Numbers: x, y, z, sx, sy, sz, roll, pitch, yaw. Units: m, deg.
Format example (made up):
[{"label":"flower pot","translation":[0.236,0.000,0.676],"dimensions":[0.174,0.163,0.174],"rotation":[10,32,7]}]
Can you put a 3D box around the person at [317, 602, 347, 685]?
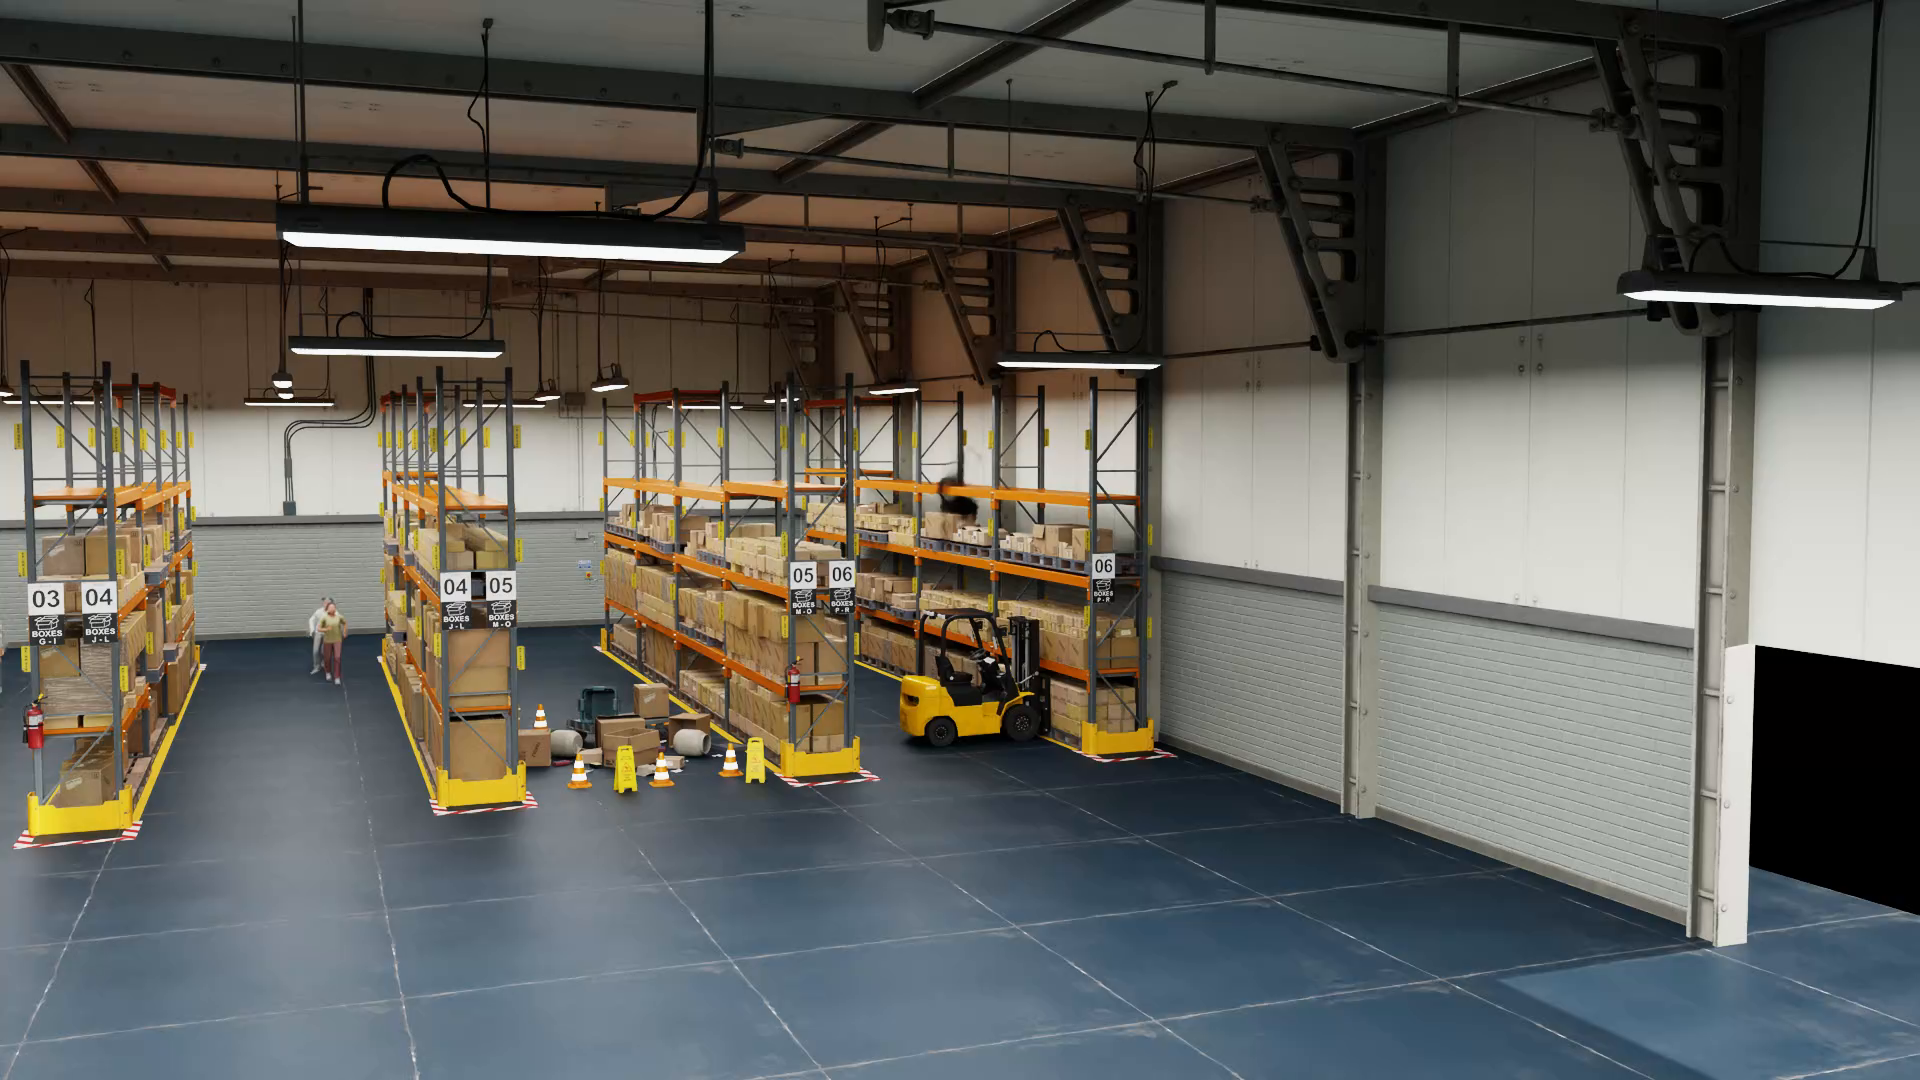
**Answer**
[{"label":"person","translation":[-12.855,2.097,34.068],"dimensions":[0.584,1.641,0.973],"rotation":[-2,4,-24]}]

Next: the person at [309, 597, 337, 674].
[{"label":"person","translation":[-13.697,2.039,35.852],"dimensions":[0.665,1.652,0.674],"rotation":[-1,3,-9]}]

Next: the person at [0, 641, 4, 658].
[{"label":"person","translation":[-17.957,2.343,30.664],"dimensions":[0.578,1.642,0.625],"rotation":[-2,4,-29]}]
